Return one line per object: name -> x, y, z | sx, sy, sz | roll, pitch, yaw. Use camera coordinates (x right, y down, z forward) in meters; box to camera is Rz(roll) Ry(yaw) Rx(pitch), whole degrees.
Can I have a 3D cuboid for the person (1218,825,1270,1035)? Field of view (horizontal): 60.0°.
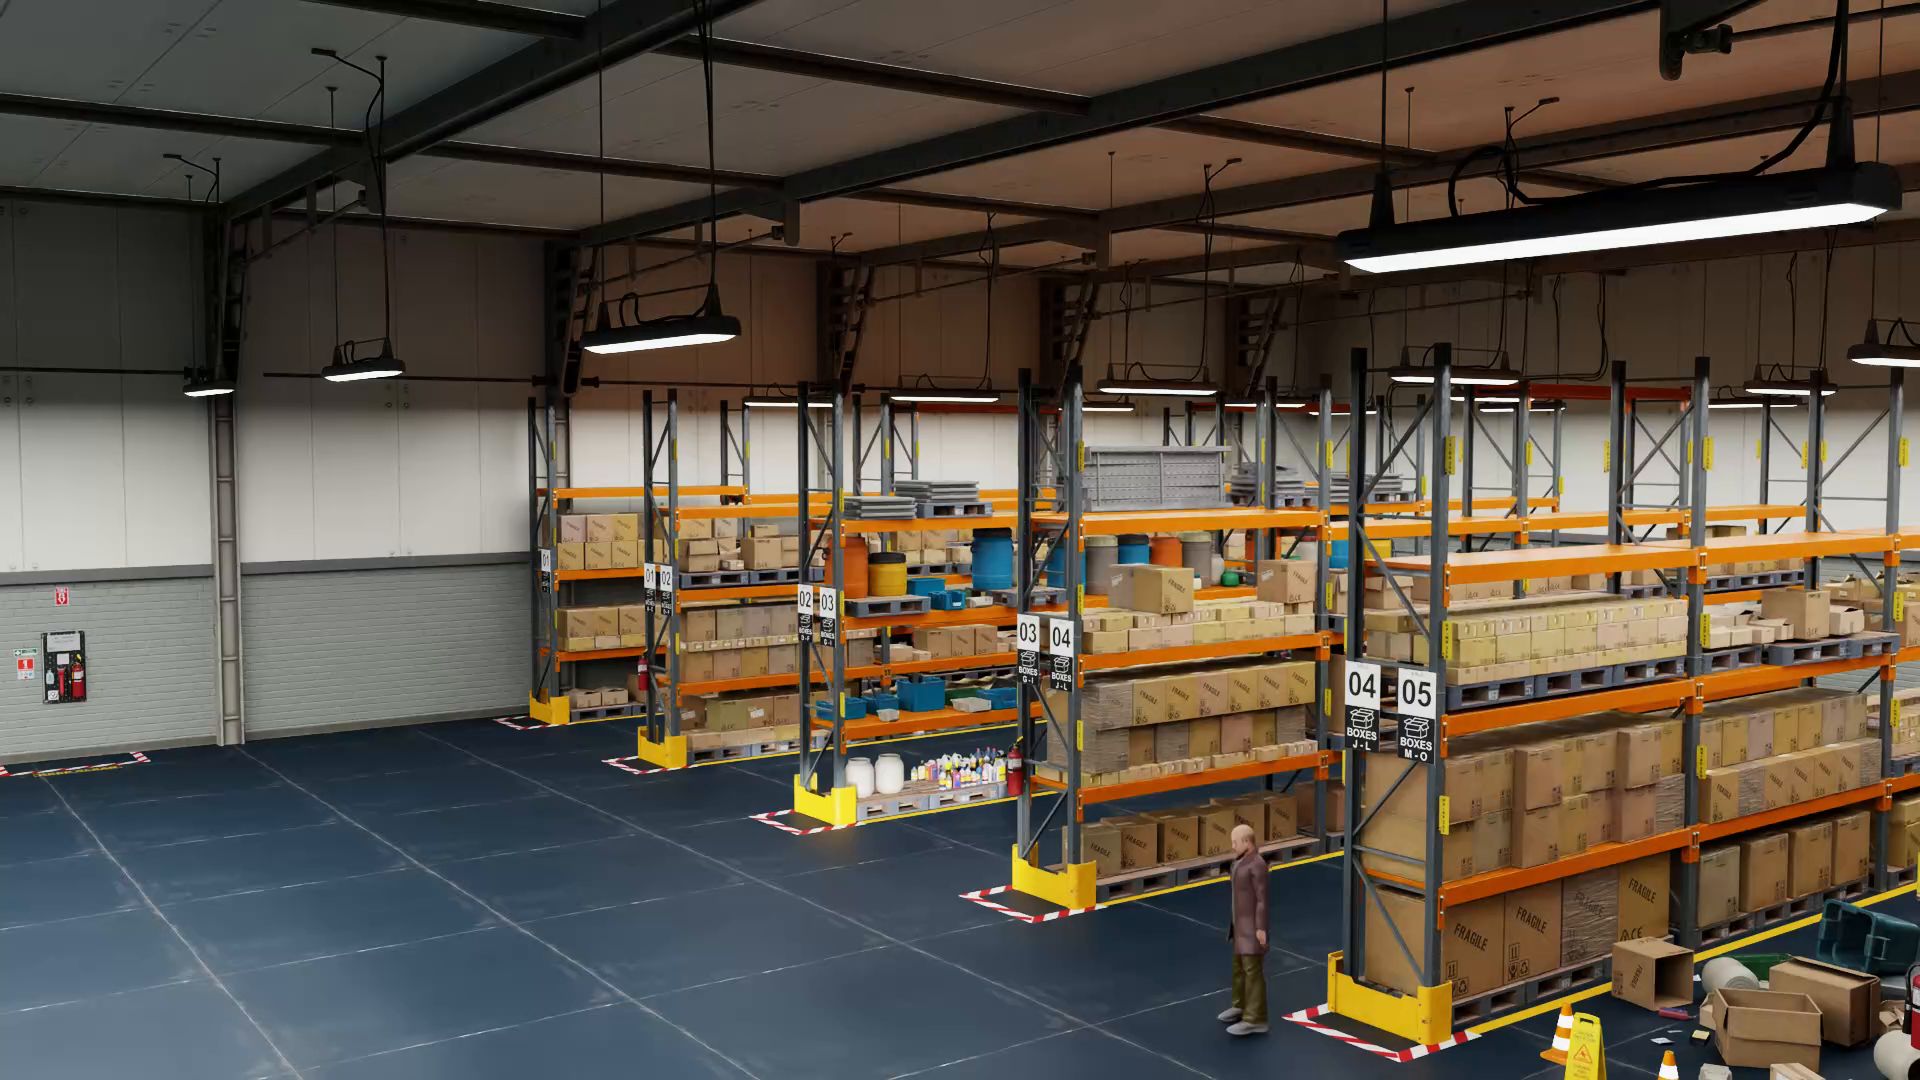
person -> 2.507, 3.402, 14.701 | 0.424, 1.774, 0.634 | 0, 3, -5
